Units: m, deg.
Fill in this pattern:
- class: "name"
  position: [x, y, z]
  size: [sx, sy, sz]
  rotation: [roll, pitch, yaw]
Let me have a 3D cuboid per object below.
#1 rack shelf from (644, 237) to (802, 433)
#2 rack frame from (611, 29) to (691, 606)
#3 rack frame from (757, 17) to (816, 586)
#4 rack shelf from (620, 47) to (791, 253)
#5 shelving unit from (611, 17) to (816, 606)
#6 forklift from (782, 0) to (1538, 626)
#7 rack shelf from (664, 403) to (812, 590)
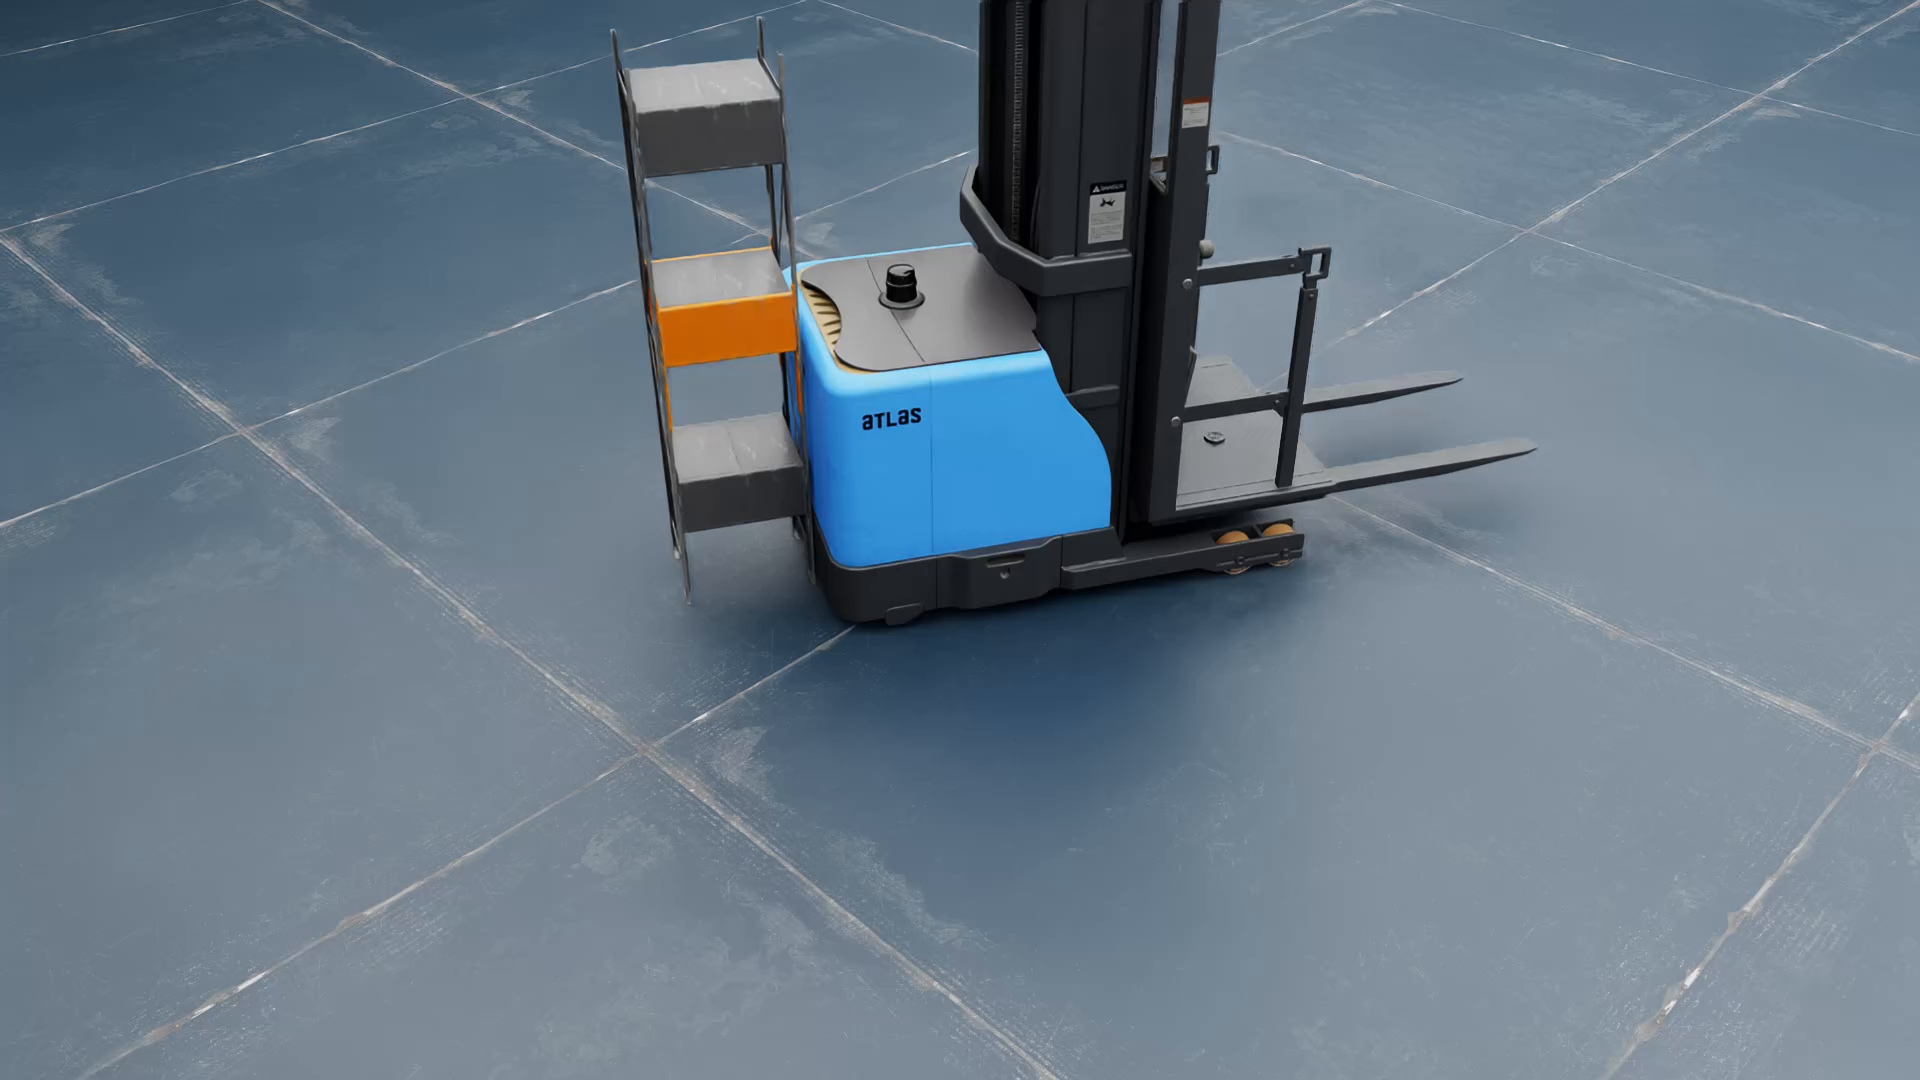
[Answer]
- class: "rack shelf"
  position: [-0.859, -0.745, 6.006]
  size: [0.480, 0.518, 0.431]
  rotation: [-9, 36, -13]
- class: "rack frame"
  position: [-1.094, -0.718, 5.944]
  size: [0.015, 2.100, 0.400]
  rotation: [-9, 36, -13]
- class: "rack frame"
  position: [-0.625, -0.795, 6.054]
  size: [0.015, 2.100, 0.400]
  rotation: [-9, 36, -13]
- class: "rack shelf"
  position: [-0.859, -1.319, 5.606]
  size: [0.480, 0.518, 0.431]
  rotation: [-9, 36, -13]
- class: "shelving unit"
  position: [-0.859, -0.756, 5.999]
  size: [0.503, 2.100, 0.431]
  rotation: [-9, 36, -13]
- class: "forklift"
  position: [0.859, -1.350, 6.123]
  size: [3.031, 2.935, 1.130]
  rotation: [-9, 36, -13]
- class: "rack shelf"
  position: [-0.859, -0.171, 6.407]
  size: [0.480, 0.518, 0.431]
  rotation: [-9, 36, -13]
